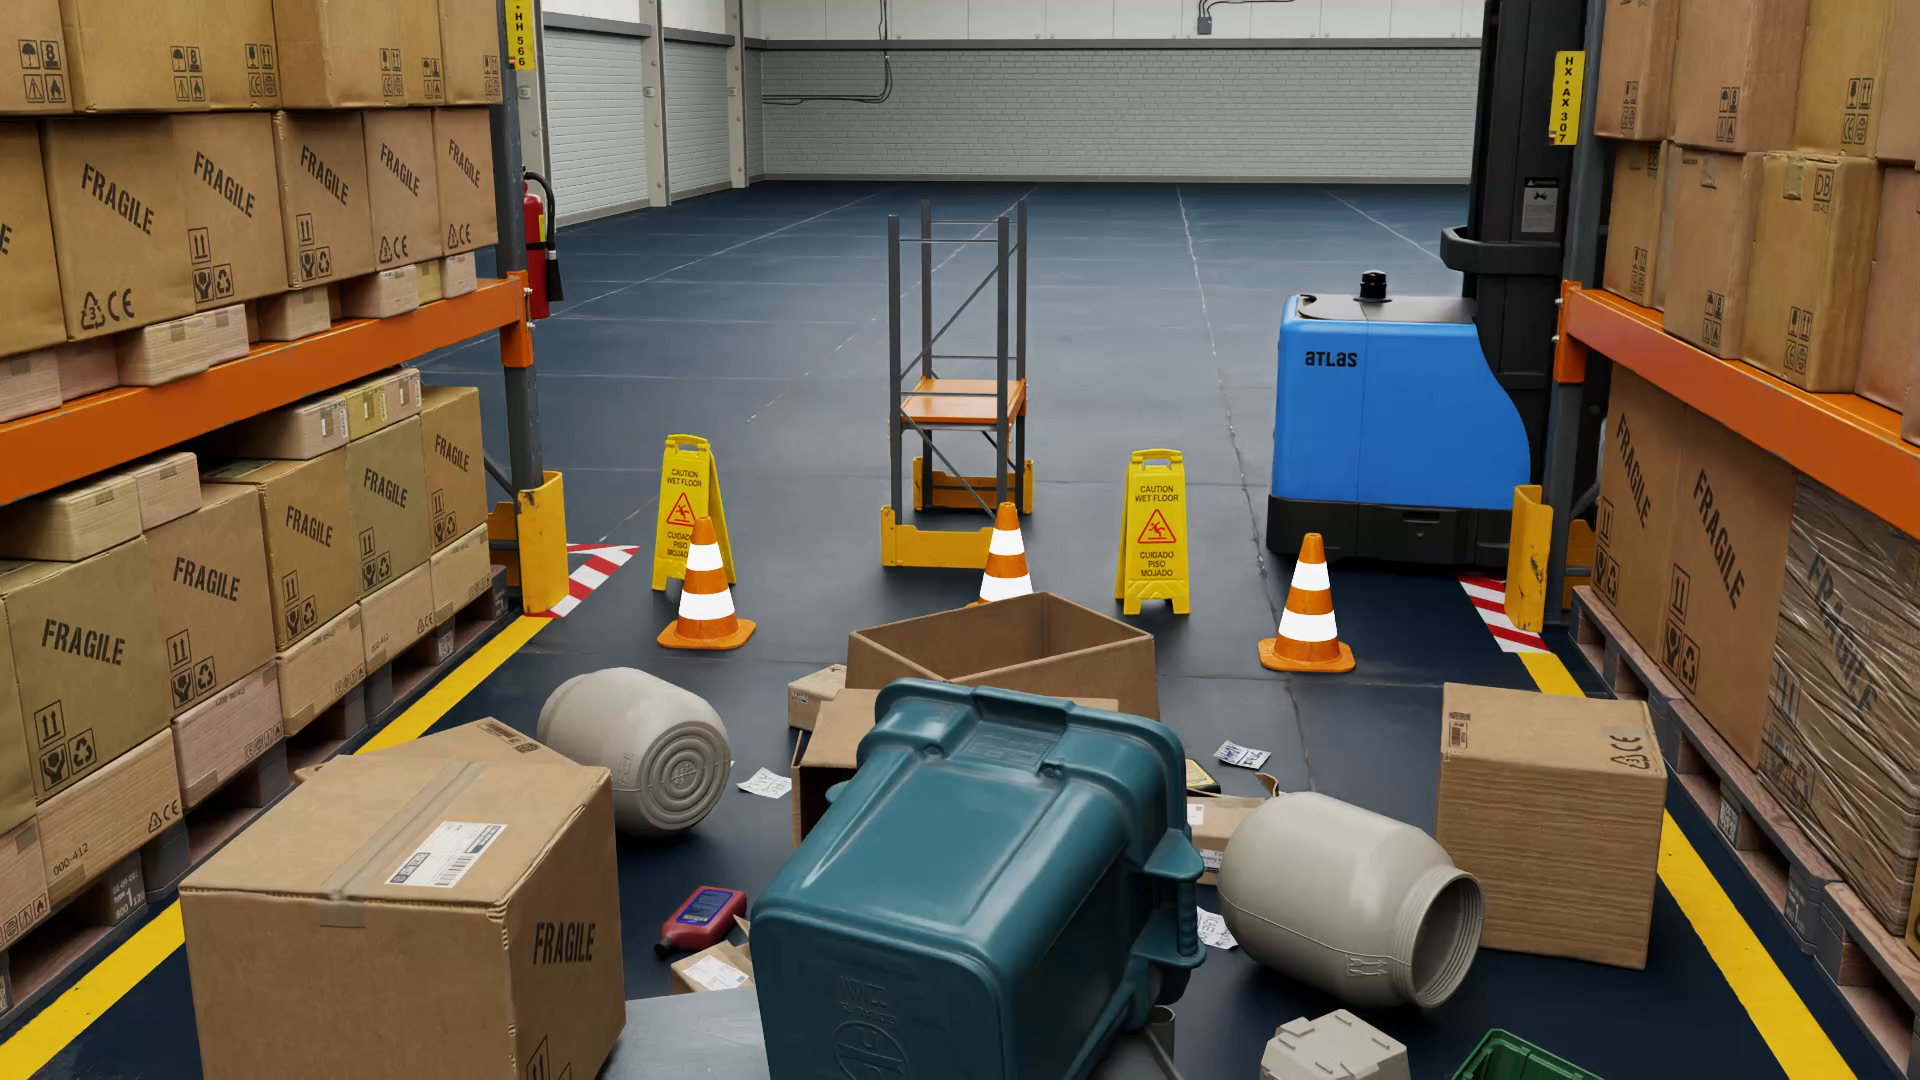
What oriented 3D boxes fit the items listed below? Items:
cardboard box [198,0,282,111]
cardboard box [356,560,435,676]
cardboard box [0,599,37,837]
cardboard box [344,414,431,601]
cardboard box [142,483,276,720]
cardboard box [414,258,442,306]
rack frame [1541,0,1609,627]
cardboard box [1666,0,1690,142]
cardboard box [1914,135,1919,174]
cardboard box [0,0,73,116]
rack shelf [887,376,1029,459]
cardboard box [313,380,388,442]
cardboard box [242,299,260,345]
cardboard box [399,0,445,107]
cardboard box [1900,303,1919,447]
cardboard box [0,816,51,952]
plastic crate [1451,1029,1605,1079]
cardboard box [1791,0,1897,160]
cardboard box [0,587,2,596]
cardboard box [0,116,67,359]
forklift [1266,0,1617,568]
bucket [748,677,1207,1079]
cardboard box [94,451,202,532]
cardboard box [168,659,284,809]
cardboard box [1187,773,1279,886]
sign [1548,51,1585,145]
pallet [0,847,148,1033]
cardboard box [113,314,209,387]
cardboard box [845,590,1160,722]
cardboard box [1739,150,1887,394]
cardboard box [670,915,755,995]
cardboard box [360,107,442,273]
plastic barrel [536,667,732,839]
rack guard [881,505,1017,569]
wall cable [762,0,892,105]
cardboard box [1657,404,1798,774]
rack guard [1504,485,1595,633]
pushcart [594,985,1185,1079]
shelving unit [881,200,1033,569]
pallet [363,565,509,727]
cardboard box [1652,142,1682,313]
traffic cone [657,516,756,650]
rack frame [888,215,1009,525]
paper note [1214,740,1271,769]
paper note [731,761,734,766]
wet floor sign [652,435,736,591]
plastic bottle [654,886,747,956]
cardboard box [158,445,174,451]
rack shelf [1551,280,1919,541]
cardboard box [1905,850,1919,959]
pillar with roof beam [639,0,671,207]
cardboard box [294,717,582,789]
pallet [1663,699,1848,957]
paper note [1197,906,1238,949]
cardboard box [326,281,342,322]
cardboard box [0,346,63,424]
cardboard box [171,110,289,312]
[{"bbox_3d":[-2.250,-1.380,4.343,0.700,0.500,0.500,2,15,6],"label":"cardboard box"},{"bbox_3d":[-2.085,0.240,5.491,0.500,0.250,0.500,2,15,6],"label":"cardboard box"},{"bbox_3d":[-2.311,0.419,3.394,0.500,0.500,0.500,2,15,9],"label":"cardboard box"},{"bbox_3d":[-2.082,-0.123,5.396,0.500,0.500,0.500,2,15,8],"label":"cardboard box"},{"bbox_3d":[-2.203,0.145,4.406,0.500,0.500,0.500,3,15,9],"label":"cardboard box"},{"bbox_3d":[-1.993,-0.877,5.640,0.380,0.149,0.250,1,15,5],"label":"cardboard box"},{"bbox_3d":[2.735,-1.117,6.046,1.000,3.000,0.127,2,15,6],"label":"rack frame"},{"bbox_3d":[2.684,-1.470,4.996,0.875,0.550,0.550,2,15,6],"label":"cardboard box"},{"bbox_3d":[2.306,-0.914,2.939,0.875,0.550,0.550,2,15,6],"label":"cardboard box"},{"bbox_3d":[-2.302,-1.113,3.355,0.700,0.500,0.500,2,15,7],"label":"cardboard box"},{"bbox_3d":[0.010,-0.572,7.595,0.538,0.185,1.000,2,15,6],"label":"rack shelf"},{"bbox_3d":[-2.032,-0.409,5.212,0.380,0.149,0.250,2,15,7],"label":"cardboard box"},{"bbox_3d":[-2.216,-0.616,4.675,0.380,0.149,0.250,2,15,6],"label":"cardboard box"},{"bbox_3d":[-2.100,-1.641,5.307,0.700,0.500,0.500,2,15,7],"label":"cardboard box"},{"bbox_3d":[2.353,-0.391,3.075,0.875,0.550,0.550,2,15,6],"label":"cardboard box"},{"bbox_3d":[-2.311,0.781,3.492,0.500,0.250,0.500,1,15,4],"label":"cardboard box"},{"bbox_3d":[1.001,1.167,2.878,0.450,0.188,0.662,22,25,31],"label":"plastic crate"},{"bbox_3d":[2.555,-1.187,3.951,0.875,0.550,0.500,2,15,6],"label":"cardboard box"},{"bbox_3d":[-2.238,0.075,3.423,0.380,0.149,0.250,2,15,7],"label":"cardboard box"},{"bbox_3d":[-2.286,-0.628,3.475,0.500,0.500,0.500,2,15,6],"label":"cardboard box"},{"bbox_3d":[2.910,-1.342,7.009,3.031,2.935,1.130,3,15,12],"label":"forklift"},{"bbox_3d":[0.008,0.664,2.819,0.726,0.611,0.620,7,27,25],"label":"bucket"},{"bbox_3d":[-2.154,-0.128,4.174,0.380,0.149,0.250,3,15,9],"label":"cardboard box"},{"bbox_3d":[-2.205,0.504,4.514,0.500,0.250,0.500,1,15,6],"label":"cardboard box"},{"bbox_3d":[0.647,0.740,4.415,0.396,0.266,0.258,4,16,16],"label":"cardboard box"},{"bbox_3d":[2.184,-1.591,5.988,0.100,0.325,0.005,2,15,6],"label":"sign"},{"bbox_3d":[-2.606,0.972,3.663,1.003,0.211,1.213,2,15,6],"label":"pallet"},{"bbox_3d":[-2.138,-0.481,4.177,0.380,0.149,0.250,2,15,7],"label":"cardboard box"},{"bbox_3d":[0.122,0.499,4.853,0.797,0.503,0.637,-10,18,-32],"label":"cardboard box"},{"bbox_3d":[2.491,-0.668,4.099,0.875,0.550,0.500,2,15,6],"label":"cardboard box"},{"bbox_3d":[-0.422,0.973,3.556,0.258,0.266,0.396,-10,18,-32],"label":"cardboard box"},{"bbox_3d":[-2.044,-1.150,5.406,0.500,0.500,0.500,2,15,6],"label":"cardboard box"},{"bbox_3d":[-0.924,0.588,4.678,0.421,0.421,0.512,-14,20,-42],"label":"plastic barrel"},{"bbox_3d":[-0.048,-0.011,7.225,0.587,0.250,0.087,2,15,6],"label":"rack guard"},{"bbox_3d":[-3.070,-11.131,37.534,3.097,2.526,0.112,2,15,6],"label":"wall cable"},{"bbox_3d":[2.627,0.112,4.766,0.875,0.875,0.875,1,15,5],"label":"cardboard box"},{"bbox_3d":[2.738,0.084,6.395,1.175,0.500,0.348,2,15,6],"label":"rack guard"},{"bbox_3d":[-0.375,1.121,2.793,1.648,0.377,0.936,-4,16,-13],"label":"pushcart"},{"bbox_3d":[0.009,-0.744,7.539,0.587,1.500,1.083,2,15,6],"label":"shelving unit"},{"bbox_3d":[-2.330,0.339,6.004,1.003,0.211,1.213,2,15,6],"label":"pallet"},{"bbox_3d":[2.698,-0.948,5.135,0.875,0.550,0.550,2,15,6],"label":"cardboard box"},{"bbox_3d":[-0.962,0.138,6.266,0.336,0.463,0.334,2,15,6],"label":"traffic cone"},{"bbox_3d":[-0.048,-0.614,7.061,0.500,1.500,0.032,2,15,6],"label":"rack frame"},{"bbox_3d":[0.876,0.663,5.154,0.144,0.017,0.142,7,17,25],"label":"paper note"},{"bbox_3d":[-0.718,0.697,5.065,0.032,0.001,0.123,2,15,6],"label":"paper note"},{"bbox_3d":[-1.110,-0.118,6.861,0.267,0.644,0.232,7,17,25],"label":"wet floor sign"},{"bbox_3d":[-0.637,0.940,4.068,0.133,0.061,0.283,4,16,16],"label":"plastic bottle"},{"bbox_3d":[-2.682,-0.001,4.945,0.500,0.500,0.500,2,15,7],"label":"cardboard box"},{"bbox_3d":[2.509,-0.251,4.221,1.077,0.370,4.000,2,15,6],"label":"rack shelf"},{"bbox_3d":[2.424,0.583,3.027,0.875,0.875,0.875,2,15,7],"label":"cardboard box"},{"bbox_3d":[-1.116,-10.221,28.223,9.100,9.000,0.400,2,15,6],"label":"pillar with roof beam"},{"bbox_3d":[-1.173,0.769,3.857,0.500,0.500,0.500,-14,20,-42],"label":"cardboard box"},{"bbox_3d":[2.582,0.755,4.467,1.003,0.211,1.213,2,15,6],"label":"pallet"},{"bbox_3d":[0.618,0.952,4.099,0.172,0.023,0.155,7,17,25],"label":"paper note"},{"bbox_3d":[-2.161,-0.747,5.159,0.380,0.149,0.250,2,15,7],"label":"cardboard box"},{"bbox_3d":[-2.253,-0.350,3.691,0.380,0.149,0.250,2,15,8],"label":"cardboard box"},{"bbox_3d":[-2.179,-0.889,4.442,0.500,0.500,0.500,2,15,7],"label":"cardboard box"}]
